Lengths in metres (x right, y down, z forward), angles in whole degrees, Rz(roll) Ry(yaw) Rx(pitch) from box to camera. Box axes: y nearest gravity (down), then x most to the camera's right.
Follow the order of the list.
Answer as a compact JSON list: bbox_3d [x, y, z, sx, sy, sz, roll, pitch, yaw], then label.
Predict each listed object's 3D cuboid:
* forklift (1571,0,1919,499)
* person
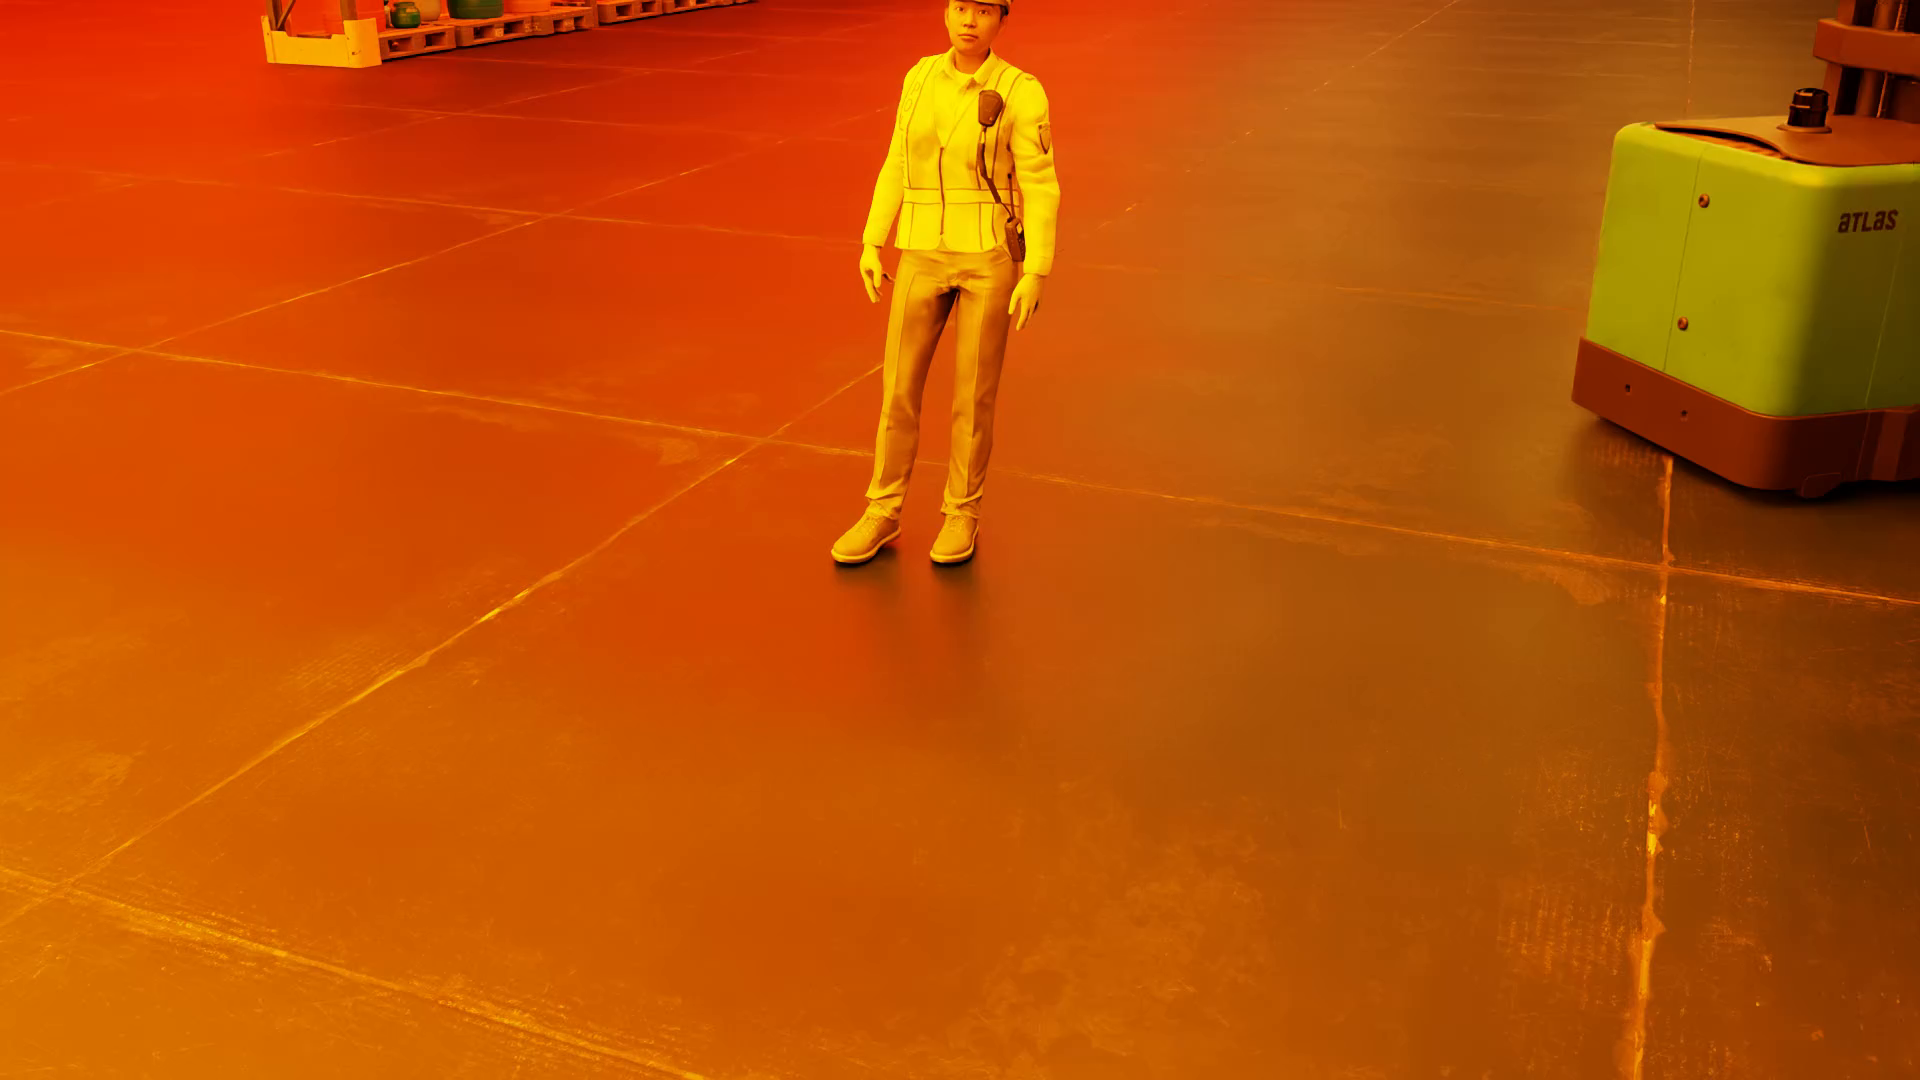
[{"bbox_3d":[3.832,-1.786,5.565,3.031,2.935,1.130,-6,23,-14],"label":"forklift"},{"bbox_3d":[-0.031,-0.766,4.708,0.587,1.696,0.534,9,24,21],"label":"person"}]
